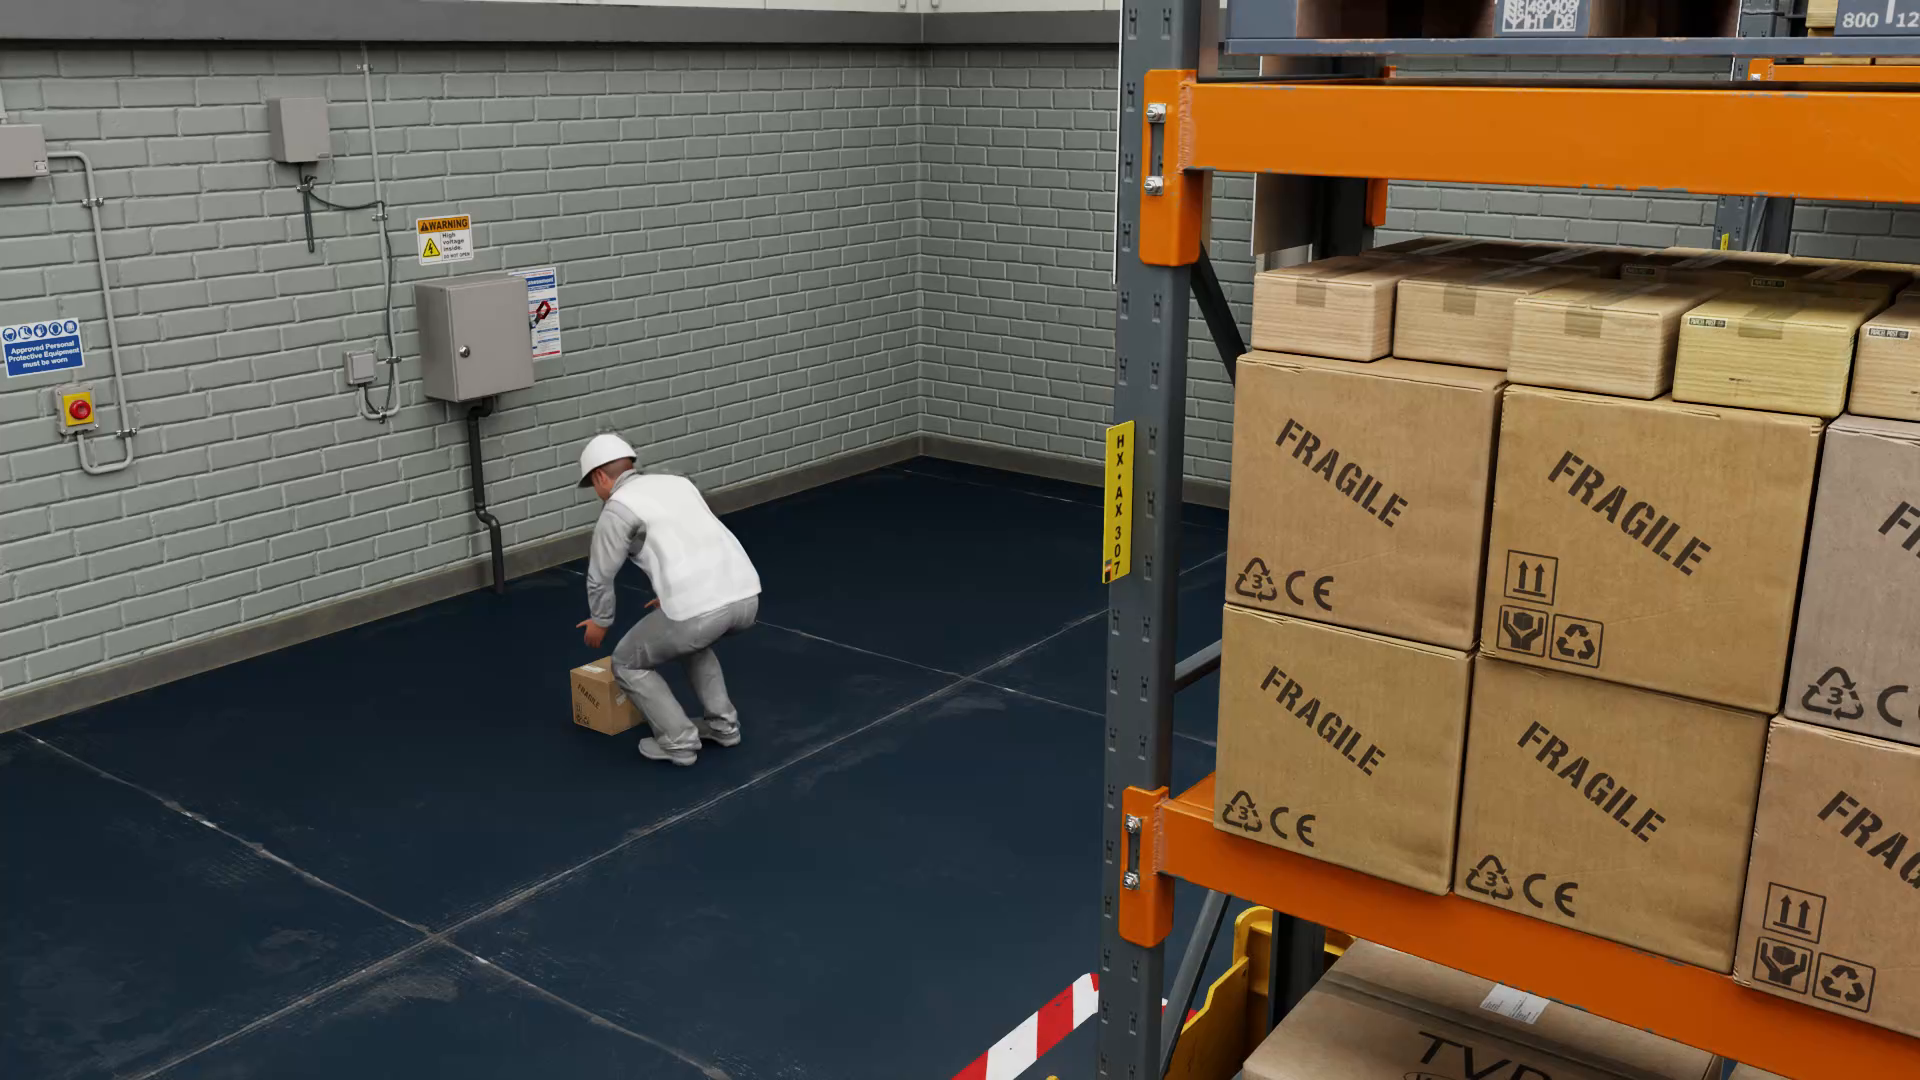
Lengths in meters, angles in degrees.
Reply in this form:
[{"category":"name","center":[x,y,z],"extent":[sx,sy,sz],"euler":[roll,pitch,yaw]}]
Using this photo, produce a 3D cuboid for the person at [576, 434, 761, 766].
[{"category":"person","center":[-1.241,0.247,6.944],"extent":[0.812,1.329,0.587],"euler":[12,20,35]}]
